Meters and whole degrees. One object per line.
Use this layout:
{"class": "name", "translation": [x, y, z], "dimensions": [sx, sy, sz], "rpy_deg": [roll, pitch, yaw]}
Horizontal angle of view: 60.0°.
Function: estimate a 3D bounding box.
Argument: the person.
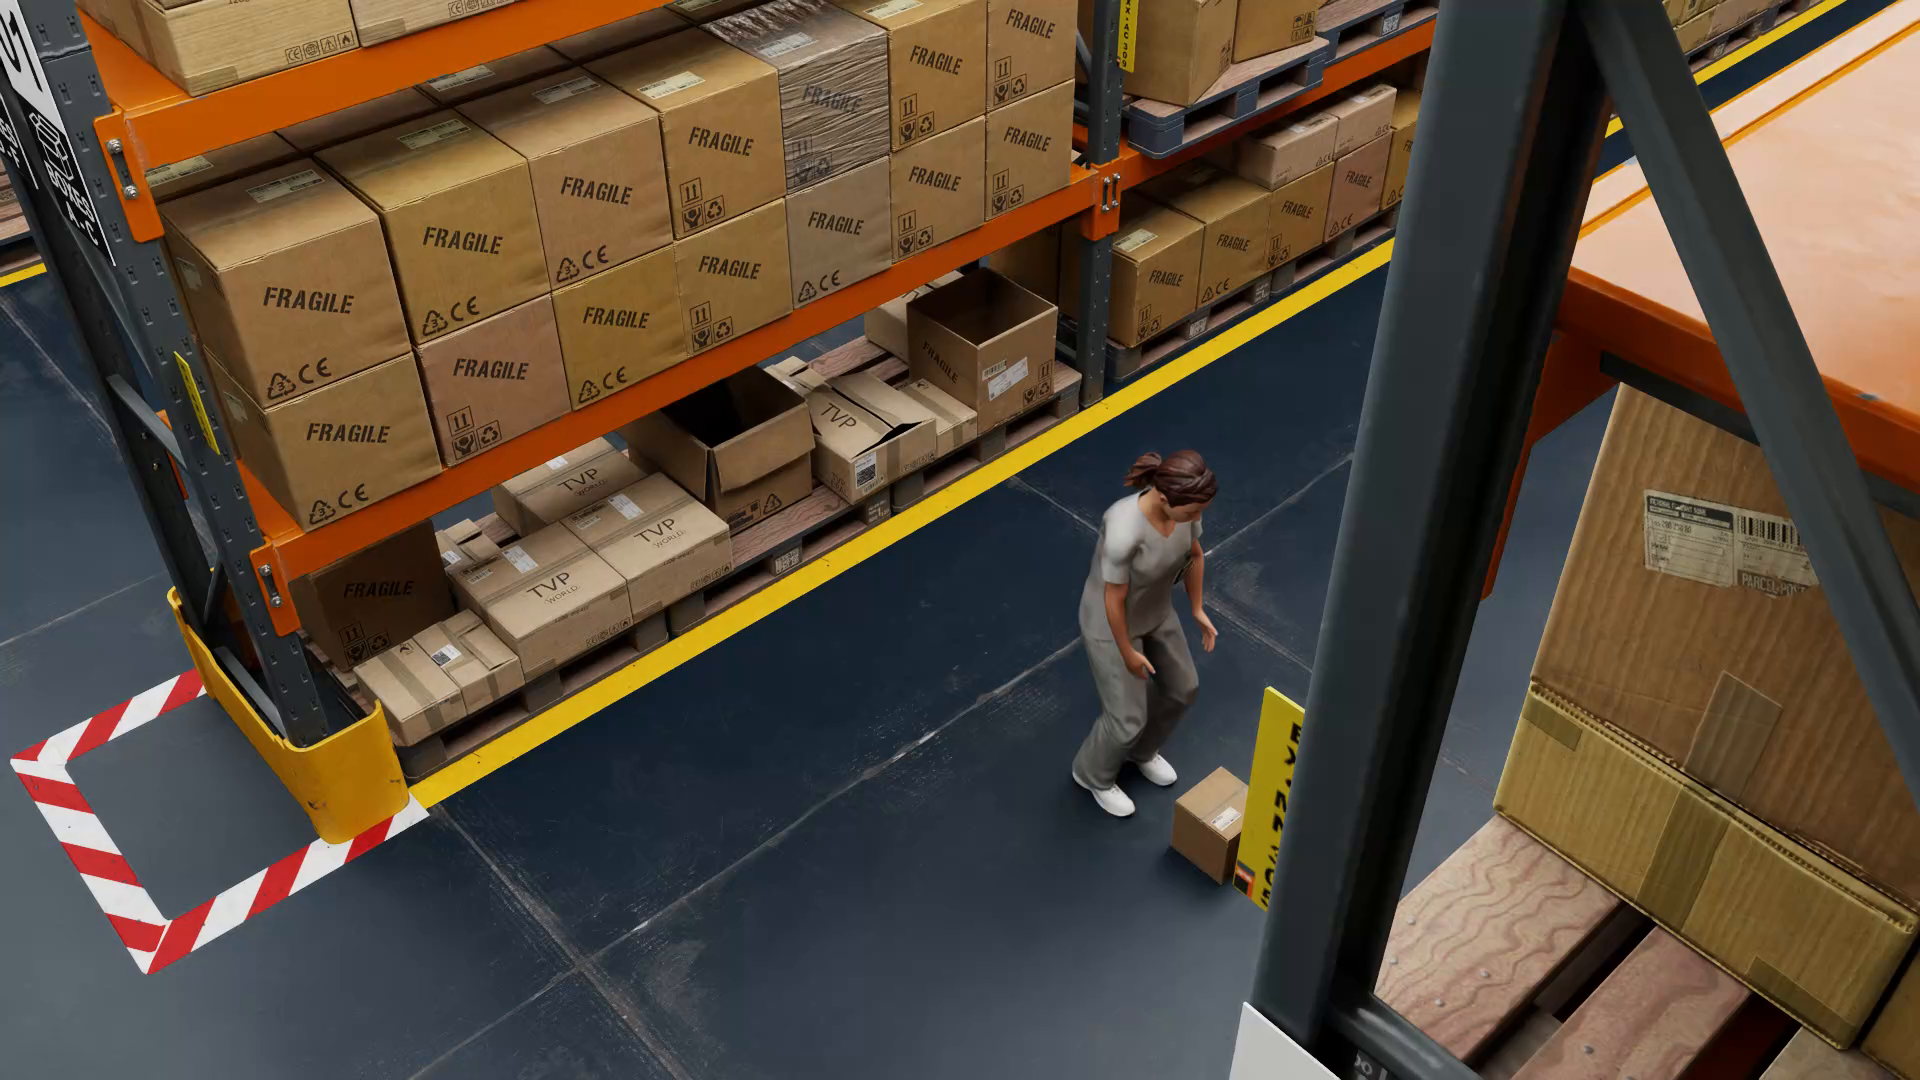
{"class": "person", "translation": [0.657, 0.297, 5.867], "dimensions": [0.468, 1.603, 0.426], "rpy_deg": [-29, 48, -30]}
